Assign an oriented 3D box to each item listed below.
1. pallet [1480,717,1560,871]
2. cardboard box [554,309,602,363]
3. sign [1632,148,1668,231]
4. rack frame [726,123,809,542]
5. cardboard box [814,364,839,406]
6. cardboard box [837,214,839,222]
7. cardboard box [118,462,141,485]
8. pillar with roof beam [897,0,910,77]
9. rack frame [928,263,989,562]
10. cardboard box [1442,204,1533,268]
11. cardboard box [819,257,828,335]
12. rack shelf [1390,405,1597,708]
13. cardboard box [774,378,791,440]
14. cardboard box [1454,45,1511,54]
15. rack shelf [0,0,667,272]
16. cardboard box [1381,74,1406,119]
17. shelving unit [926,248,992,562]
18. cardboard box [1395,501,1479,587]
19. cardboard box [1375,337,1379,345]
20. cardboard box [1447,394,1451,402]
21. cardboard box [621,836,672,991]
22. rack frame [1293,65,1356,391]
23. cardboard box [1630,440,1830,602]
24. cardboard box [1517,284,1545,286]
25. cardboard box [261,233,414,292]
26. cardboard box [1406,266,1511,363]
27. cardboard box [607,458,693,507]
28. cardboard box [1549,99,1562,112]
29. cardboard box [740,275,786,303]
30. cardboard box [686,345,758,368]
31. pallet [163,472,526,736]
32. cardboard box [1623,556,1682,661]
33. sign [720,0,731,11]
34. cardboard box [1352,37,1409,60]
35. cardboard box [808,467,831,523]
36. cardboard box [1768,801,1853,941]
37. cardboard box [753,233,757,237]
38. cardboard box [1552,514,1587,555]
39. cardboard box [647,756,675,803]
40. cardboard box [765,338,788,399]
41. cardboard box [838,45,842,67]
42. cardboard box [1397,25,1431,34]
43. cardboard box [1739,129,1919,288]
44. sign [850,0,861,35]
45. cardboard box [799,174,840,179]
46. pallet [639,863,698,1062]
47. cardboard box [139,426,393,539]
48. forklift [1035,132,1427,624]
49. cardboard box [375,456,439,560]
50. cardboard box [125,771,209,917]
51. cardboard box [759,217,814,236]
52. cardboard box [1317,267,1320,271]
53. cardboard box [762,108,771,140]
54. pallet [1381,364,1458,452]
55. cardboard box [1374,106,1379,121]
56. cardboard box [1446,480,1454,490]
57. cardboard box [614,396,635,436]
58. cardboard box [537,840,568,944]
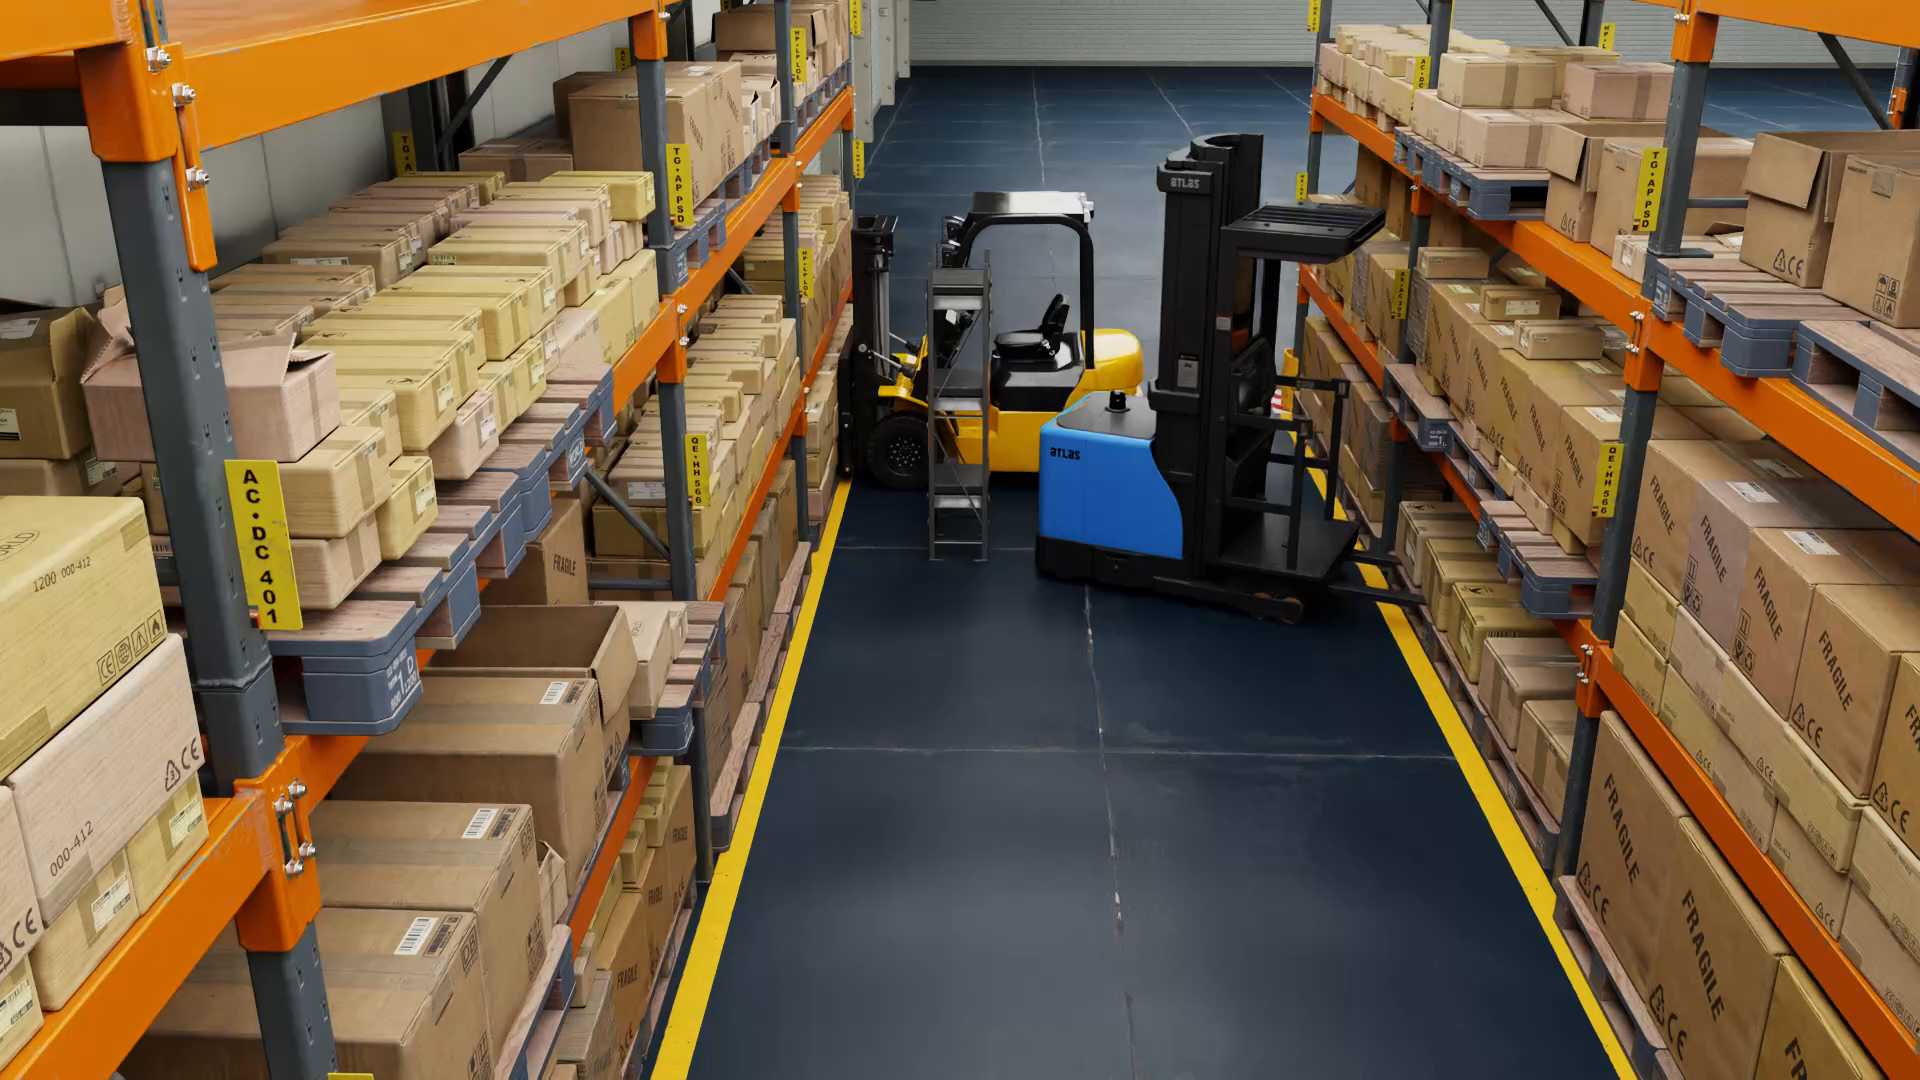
[{"bbox_3d":[3.311,1.272,8.458,1.003,0.211,1.213,1,21,2],"label":"pallet"},{"bbox_3d":[-1.478,-0.576,5.427,0.500,0.250,0.500,1,21,2],"label":"cardboard box"},{"bbox_3d":[2.743,-1.391,6.607,0.100,0.325,0.005,1,21,2],"label":"sign"},{"bbox_3d":[-1.554,-1.245,11.090,1.000,3.000,0.127,1,21,2],"label":"rack frame"},{"bbox_3d":[-1.196,-1.161,12.713,0.500,0.250,0.500,1,21,3],"label":"cardboard box"},{"bbox_3d":[-1.210,-2.726,13.872,0.380,0.149,0.250,1,21,3],"label":"cardboard box"},{"bbox_3d":[-1.919,-0.217,3.513,0.380,0.149,0.250,1,21,2],"label":"cardboard box"},{"bbox_3d":[2.861,-16.046,40.942,9.100,9.000,0.400,1,21,2],"label":"pillar with roof beam"},{"bbox_3d":[-0.012,-0.831,11.267,0.400,2.100,0.015,1,21,2],"label":"rack frame"},{"bbox_3d":[3.637,-2.000,11.104,0.700,0.500,0.500,0,21,1],"label":"cardboard box"},{"bbox_3d":[-1.266,-1.820,12.436,0.500,0.500,0.500,0,21,1],"label":"cardboard box"},{"bbox_3d":[3.347,-0.133,9.219,1.077,0.370,4.000,1,21,2],"label":"rack shelf"},{"bbox_3d":[-1.318,-0.808,10.172,0.500,0.250,0.500,1,21,1],"label":"cardboard box"},{"bbox_3d":[3.728,-3.426,11.811,0.380,0.149,0.250,0,21,1],"label":"cardboard box"},{"bbox_3d":[-1.737,-1.350,4.616,1.077,0.370,4.000,1,21,2],"label":"rack shelf"},{"bbox_3d":[3.166,-3.004,11.273,0.500,0.250,0.500,0,21,1],"label":"cardboard box"},{"bbox_3d":[-0.005,-0.919,11.495,0.431,2.100,0.503,1,21,2],"label":"shelving unit"},{"bbox_3d":[3.394,0.028,10.863,0.950,0.372,0.625,1,21,2],"label":"cardboard box"},{"bbox_3d":[3.221,-1.467,12.011,0.380,0.149,0.250,0,21,1],"label":"cardboard box"},{"bbox_3d":[3.126,-0.880,9.918,0.380,0.149,0.250,2,21,5],"label":"cardboard box"},{"bbox_3d":[-1.499,1.507,6.873,0.500,0.500,0.500,0,21,1],"label":"cardboard box"},{"bbox_3d":[3.529,-2.638,14.680,1.000,3.000,0.127,1,21,2],"label":"rack frame"},{"bbox_3d":[3.026,-0.082,6.574,0.500,0.500,0.500,0,21,0],"label":"cardboard box"},{"bbox_3d":[3.609,-1.224,9.906,0.500,0.500,0.500,1,21,2],"label":"cardboard box"},{"bbox_3d":[-1.942,-0.863,5.204,0.380,0.149,0.250,1,21,1],"label":"cardboard box"},{"bbox_3d":[3.106,-1.406,10.376,0.500,0.500,0.500,1,21,3],"label":"cardboard box"},{"bbox_3d":[-1.372,-0.259,7.516,0.380,0.149,0.250,1,21,3],"label":"cardboard box"},{"bbox_3d":[3.514,-2.320,9.342,0.500,0.250,0.500,1,21,2],"label":"cardboard box"},{"bbox_3d":[-1.282,-1.706,11.244,0.380,0.149,0.250,0,21,1],"label":"cardboard box"},{"bbox_3d":[-1.352,-1.005,9.439,0.380,0.149,0.250,1,21,2],"label":"cardboard box"},{"bbox_3d":[-1.707,0.102,3.732,1.213,0.211,1.003,1,21,2],"label":"pallet"},{"bbox_3d":[3.023,0.272,6.697,0.500,0.250,0.500,0,21,1],"label":"cardboard box"},{"bbox_3d":[-1.987,-4.542,14.124,0.100,0.325,0.005,1,21,2],"label":"sign"},{"bbox_3d":[3.170,-3.709,12.540,0.380,0.149,0.250,1,21,3],"label":"cardboard box"},{"bbox_3d":[-1.208,-0.330,11.953,0.500,0.250,0.500,1,21,2],"label":"cardboard box"},{"bbox_3d":[2.988,1.053,5.376,0.500,0.250,0.500,1,21,2],"label":"cardboard box"},{"bbox_3d":[-1.755,-2.270,12.698,0.380,0.149,0.250,0,21,0],"label":"cardboard box"},{"bbox_3d":[2.996,-0.043,7.759,0.380,0.149,0.250,1,21,2],"label":"cardboard box"},{"bbox_3d":[-1.438,1.050,7.154,0.380,0.149,0.250,0,21,-1],"label":"cardboard box"},{"bbox_3d":[-1.322,-1.041,10.082,0.500,0.250,0.500,0,21,0],"label":"cardboard box"},{"bbox_3d":[-1.154,-3.912,13.446,0.380,0.149,0.250,0,21,0],"label":"cardboard box"},{"bbox_3d":[3.814,-4.165,13.715,0.380,0.149,0.250,1,21,2],"label":"cardboard box"},{"bbox_3d":[3.425,-1.250,6.233,0.797,0.503,0.637,-1,21,-2],"label":"cardboard box"},{"bbox_3d":[-0.891,-4.454,14.101,0.100,0.325,0.005,1,21,2],"label":"sign"},{"bbox_3d":[-1.233,-3.047,14.289,0.380,0.149,0.250,1,21,2],"label":"cardboard box"},{"bbox_3d":[-1.736,1.771,7.173,1.003,0.211,1.213,1,21,2],"label":"pallet"},{"bbox_3d":[-1.350,-0.118,3.256,0.380,0.149,0.250,1,21,3],"label":"cardboard box"},{"bbox_3d":[2.073,-1.048,10.677,3.031,2.935,1.130,10,23,24],"label":"forklift"},{"bbox_3d":[-1.348,-0.073,3.551,0.380,0.149,0.250,1,21,2],"label":"cardboard box"},{"bbox_3d":[-1.513,0.500,2.795,0.380,0.149,0.250,0,21,1],"label":"cardboard box"},{"bbox_3d":[-1.288,-2.311,12.392,0.380,0.149,0.250,1,21,1],"label":"cardboard box"},{"bbox_3d":[3.312,-2.400,14.415,0.380,0.149,0.250,1,21,2],"label":"cardboard box"},{"bbox_3d":[-1.284,-2.367,9.466,0.380,0.149,0.250,1,21,1],"label":"cardboard box"},{"bbox_3d":[3.239,-0.827,10.279,1.003,0.211,1.213,1,21,2],"label":"pallet"},{"bbox_3d":[3.254,-3.148,12.196,0.380,0.149,0.250,0,21,1],"label":"cardboard box"},{"bbox_3d":[3.695,-0.665,11.781,0.500,0.500,0.500,2,21,4],"label":"cardboard box"},{"bbox_3d":[-1.880,-0.639,8.495,0.380,0.149,0.250,1,21,1],"label":"cardboard box"},{"bbox_3d":[-1.372,1.017,4.867,0.396,0.266,0.258,2,21,4],"label":"cardboard box"}]
